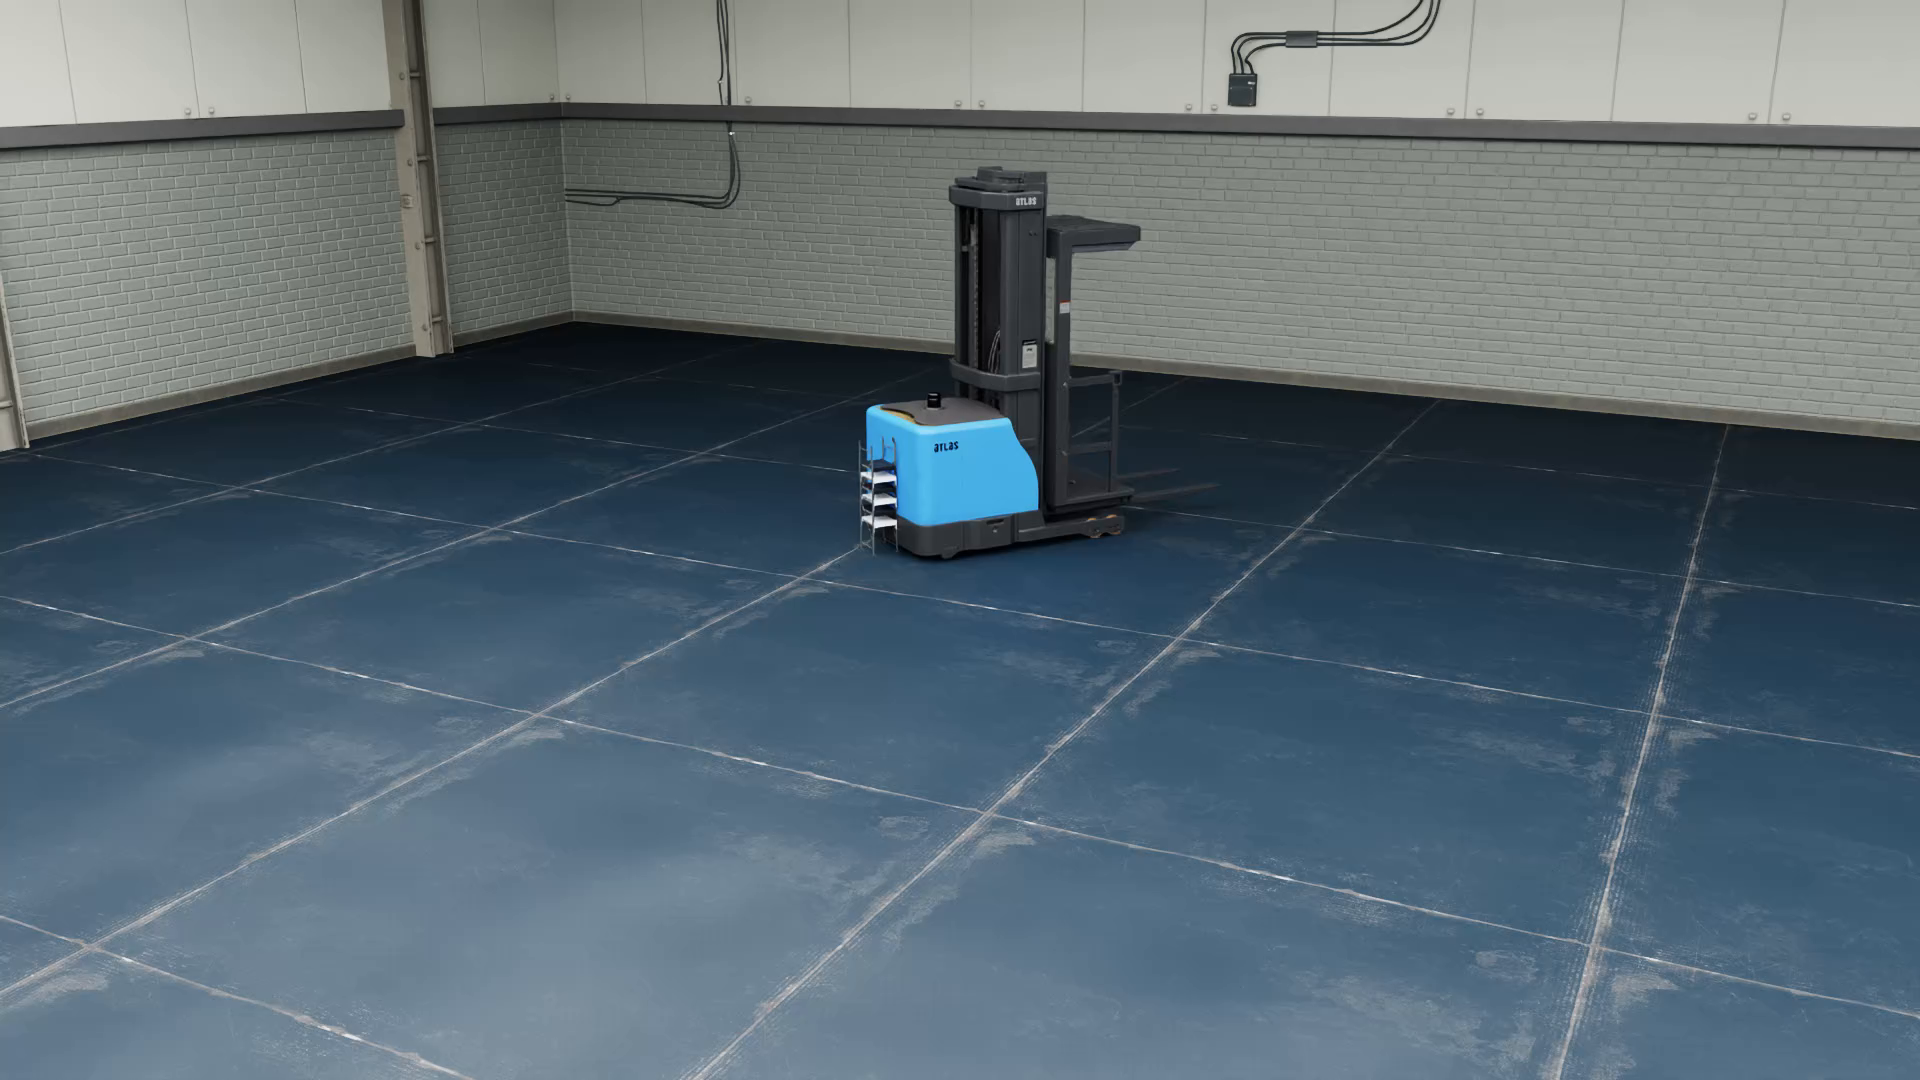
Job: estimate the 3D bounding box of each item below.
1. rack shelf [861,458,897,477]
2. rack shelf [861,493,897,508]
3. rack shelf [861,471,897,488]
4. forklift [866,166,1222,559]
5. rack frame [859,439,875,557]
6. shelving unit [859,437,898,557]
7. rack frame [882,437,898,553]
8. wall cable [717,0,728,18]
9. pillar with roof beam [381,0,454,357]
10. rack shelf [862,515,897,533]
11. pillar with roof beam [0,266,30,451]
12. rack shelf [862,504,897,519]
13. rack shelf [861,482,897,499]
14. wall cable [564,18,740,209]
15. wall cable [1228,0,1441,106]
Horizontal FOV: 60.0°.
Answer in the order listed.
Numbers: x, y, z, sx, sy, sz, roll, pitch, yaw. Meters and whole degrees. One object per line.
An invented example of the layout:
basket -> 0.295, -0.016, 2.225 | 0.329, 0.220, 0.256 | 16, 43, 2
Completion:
rack shelf -> -0.644, -0.567, 13.022 | 0.200, 0.077, 0.258 | -9, 19, -28
rack shelf -> -0.644, -0.308, 13.099 | 0.200, 0.077, 0.258 | -9, 19, -28
rack shelf -> -0.644, -0.481, 13.048 | 0.200, 0.077, 0.258 | -9, 19, -28
forklift -> 0.773, -1.540, 13.560 | 3.031, 2.935, 1.130 | -9, 19, -28
rack frame -> -0.733, -0.326, 13.043 | 0.006, 0.900, 0.240 | -9, 19, -28
shelving unit -> -0.644, -0.340, 13.090 | 0.210, 0.900, 0.258 | -9, 19, -28
rack frame -> -0.555, -0.354, 13.137 | 0.006, 0.900, 0.240 | -9, 19, -28
wall cable -> -1.939, -7.913, 20.944 | 3.097, 2.526, 0.112 | 8, 18, 25
pillar with roof beam -> -3.007, -6.195, 18.575 | 9.100, 9.000, 0.400 | 8, 18, 25
rack shelf -> -0.644, -0.136, 13.150 | 0.200, 0.077, 0.258 | -9, 19, -28
pillar with roof beam -> -5.688, -4.666, 13.430 | 9.100, 9.000, 0.400 | 8, 18, 25
rack shelf -> -0.644, -0.222, 13.125 | 0.200, 0.077, 0.258 | -9, 19, -28
rack shelf -> -0.644, -0.395, 13.074 | 0.200, 0.077, 0.258 | -9, 19, -28
wall cable -> -4.359, -5.836, 22.821 | 3.097, 2.526, 0.112 | 8, 18, 25
wall cable -> 4.127, -7.743, 17.815 | 2.305, 6.003, 0.169 | 8, 18, 25
